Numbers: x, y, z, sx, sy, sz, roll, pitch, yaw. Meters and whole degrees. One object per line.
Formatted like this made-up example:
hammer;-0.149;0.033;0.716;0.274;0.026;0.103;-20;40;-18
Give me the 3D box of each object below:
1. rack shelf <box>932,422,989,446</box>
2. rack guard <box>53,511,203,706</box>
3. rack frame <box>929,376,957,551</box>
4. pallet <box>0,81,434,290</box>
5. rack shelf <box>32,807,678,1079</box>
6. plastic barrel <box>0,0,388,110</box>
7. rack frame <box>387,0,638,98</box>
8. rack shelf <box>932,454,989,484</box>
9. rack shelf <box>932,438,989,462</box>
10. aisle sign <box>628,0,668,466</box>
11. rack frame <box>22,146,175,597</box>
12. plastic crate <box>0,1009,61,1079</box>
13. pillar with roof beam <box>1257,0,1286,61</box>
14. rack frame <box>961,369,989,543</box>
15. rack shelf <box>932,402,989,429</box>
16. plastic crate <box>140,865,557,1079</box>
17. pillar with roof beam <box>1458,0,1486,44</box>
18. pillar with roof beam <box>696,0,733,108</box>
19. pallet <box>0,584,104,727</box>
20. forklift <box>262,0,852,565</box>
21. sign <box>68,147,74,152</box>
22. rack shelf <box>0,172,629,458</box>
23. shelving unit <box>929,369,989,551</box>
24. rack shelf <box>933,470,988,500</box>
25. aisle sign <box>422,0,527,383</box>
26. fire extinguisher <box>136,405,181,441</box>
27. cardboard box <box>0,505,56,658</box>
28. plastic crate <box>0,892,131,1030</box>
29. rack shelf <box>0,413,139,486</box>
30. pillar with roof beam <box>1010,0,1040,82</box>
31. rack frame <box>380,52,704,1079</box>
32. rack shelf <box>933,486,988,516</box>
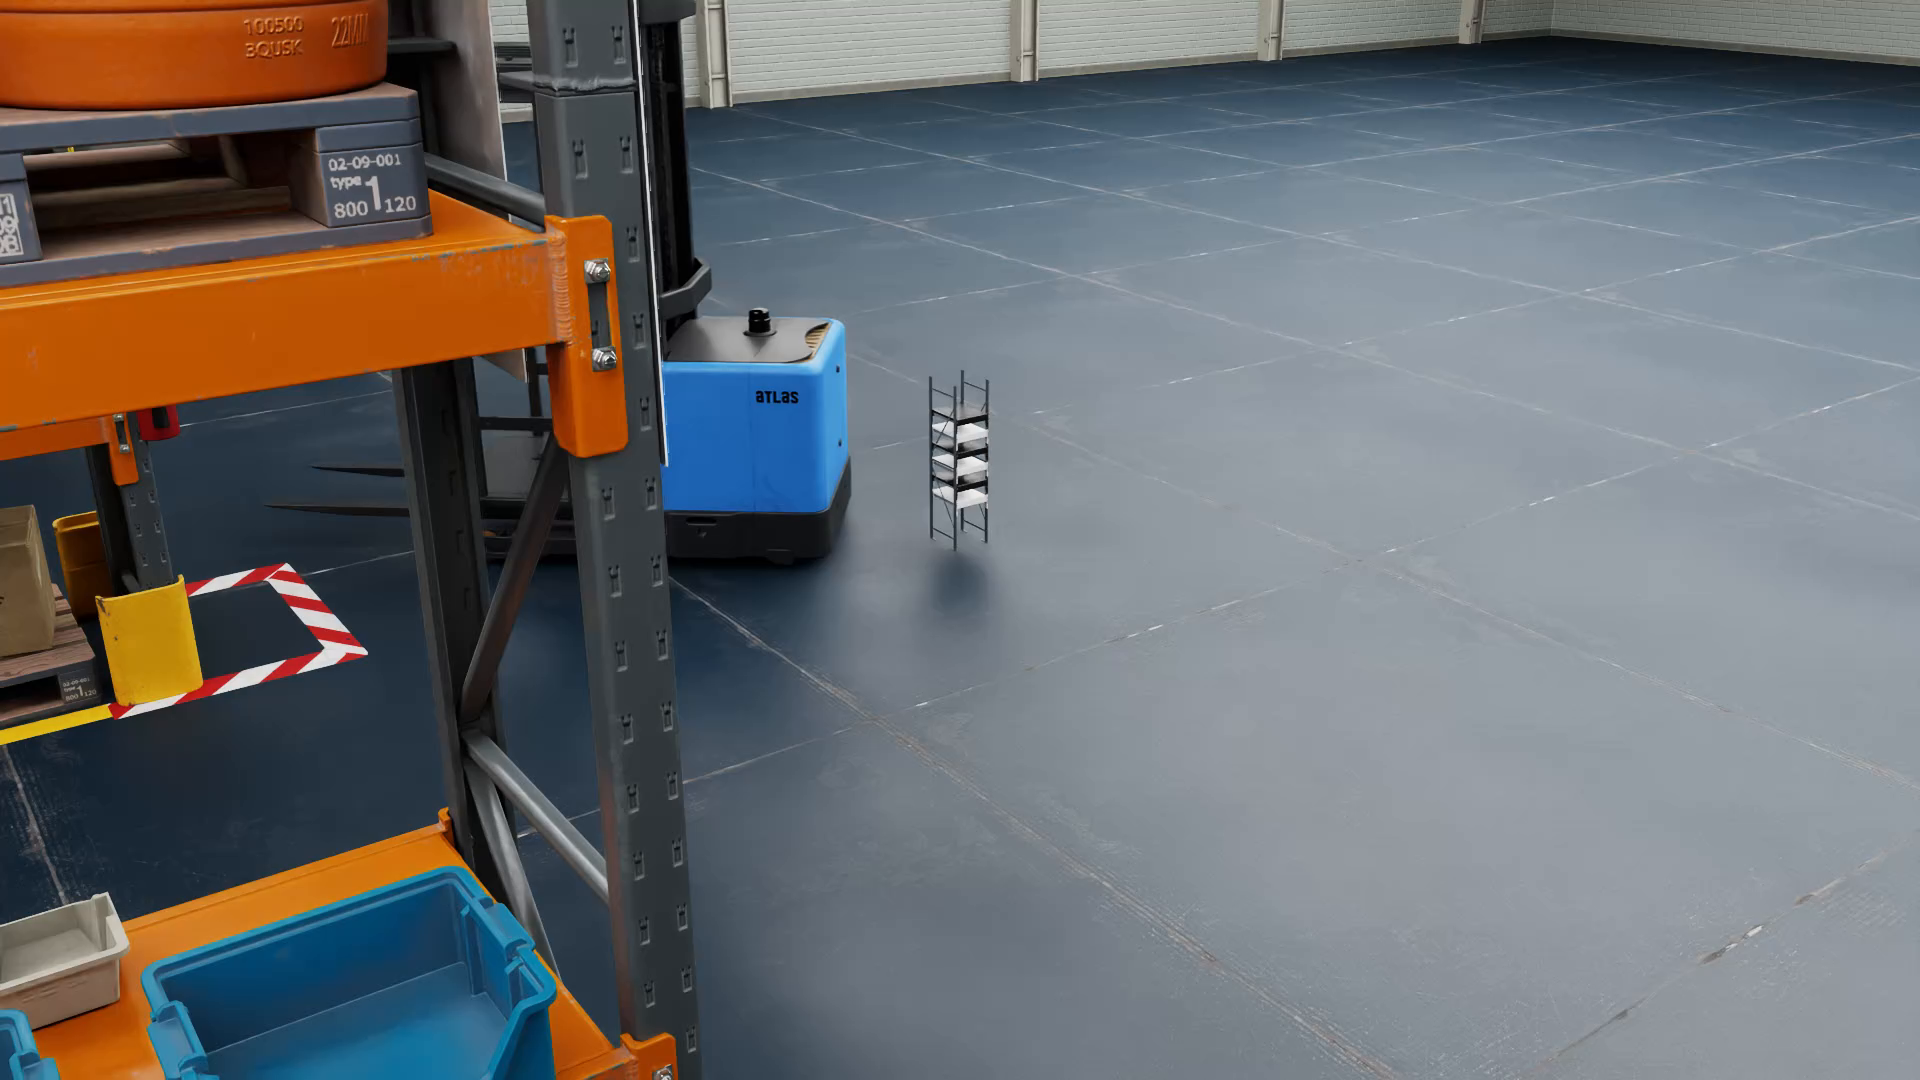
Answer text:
rack shelf;-0.007;-0.552;8.671;0.200;0.077;0.258;-15;26;-33
rack guard;-3.777;0.276;7.529;0.348;0.500;1.175;-15;26;-33
rack frame;-0.089;-0.394;8.670;0.006;0.900;0.240;-15;26;-33
pallet;-1.552;-0.567;2.477;1.213;0.211;1.003;-15;26;-33
rack shelf;-2.447;1.356;2.422;4.000;0.370;1.077;-15;26;-33
plastic barrel;-1.143;-1.055;2.300;0.708;0.830;0.600;-15;26;-33
rack frame;-0.823;-2.197;2.261;0.127;3.000;1.000;-15;26;-33
rack shelf;-0.007;-0.385;8.738;0.200;0.077;0.258;-15;26;-33
rack shelf;-0.007;-0.469;8.704;0.200;0.077;0.258;-15;26;-33
aisle sign;-0.591;-0.545;2.706;0.004;0.787;0.394;-15;26;-33
rack frame;-3.716;-0.901;7.107;0.127;3.000;1.000;-15;26;-33
plastic crate;-1.585;0.995;2.556;0.408;0.251;0.499;-15;26;-33
pillar with roof beam;8.499;-12.181;27.282;0.400;9.000;9.100;-15;26;-33
rack frame;0.076;-0.438;8.780;0.006;0.900;0.240;-15;26;-33
rack shelf;-0.007;-0.636;8.637;0.200;0.077;0.258;-15;26;-33
plastic crate;-1.055;0.856;2.904;0.616;0.251;0.499;-15;26;-33
pillar with roof beam;13.370;-13.480;30.536;0.400;9.000;9.100;-15;26;-33
pillar with roof beam;-1.242;-9.584;20.772;0.400;9.000;9.100;-15;26;-33
pallet;-4.458;0.576;7.169;1.213;0.211;1.003;-15;26;-33
forklift;-2.148;-1.429;8.523;3.031;2.935;1.130;1;22;3
sign;-3.408;-1.414;6.405;0.005;0.325;0.100;-15;26;-33
rack shelf;-2.447;-0.037;1.866;4.000;0.370;1.077;-15;26;-33
shelving unit;-0.007;-0.416;8.725;0.210;0.900;0.258;-15;26;-33
rack shelf;-0.007;-0.302;8.771;0.200;0.077;0.258;-15;26;-33
aisle sign;-0.936;-0.722;3.151;0.004;0.787;0.394;-15;26;-33
fire extinguisher;-3.354;-0.751;6.836;0.183;0.674;0.296;-15;26;-33
cardboard box;-4.232;0.195;7.167;0.500;0.500;0.500;-10;24;-23
plastic crate;-1.737;0.808;3.179;0.250;0.136;0.298;-15;26;-33
rack shelf;-5.339;-0.134;6.156;4.000;0.370;1.077;-15;26;-33
pillar with roof beam;3.629;-10.883;24.027;0.400;9.000;9.100;-15;26;-33
rack frame;-0.823;0.589;3.373;0.127;3.000;1.000;-15;26;-33
rack shelf;-0.007;-0.218;8.804;0.200;0.077;0.258;-15;26;-33
